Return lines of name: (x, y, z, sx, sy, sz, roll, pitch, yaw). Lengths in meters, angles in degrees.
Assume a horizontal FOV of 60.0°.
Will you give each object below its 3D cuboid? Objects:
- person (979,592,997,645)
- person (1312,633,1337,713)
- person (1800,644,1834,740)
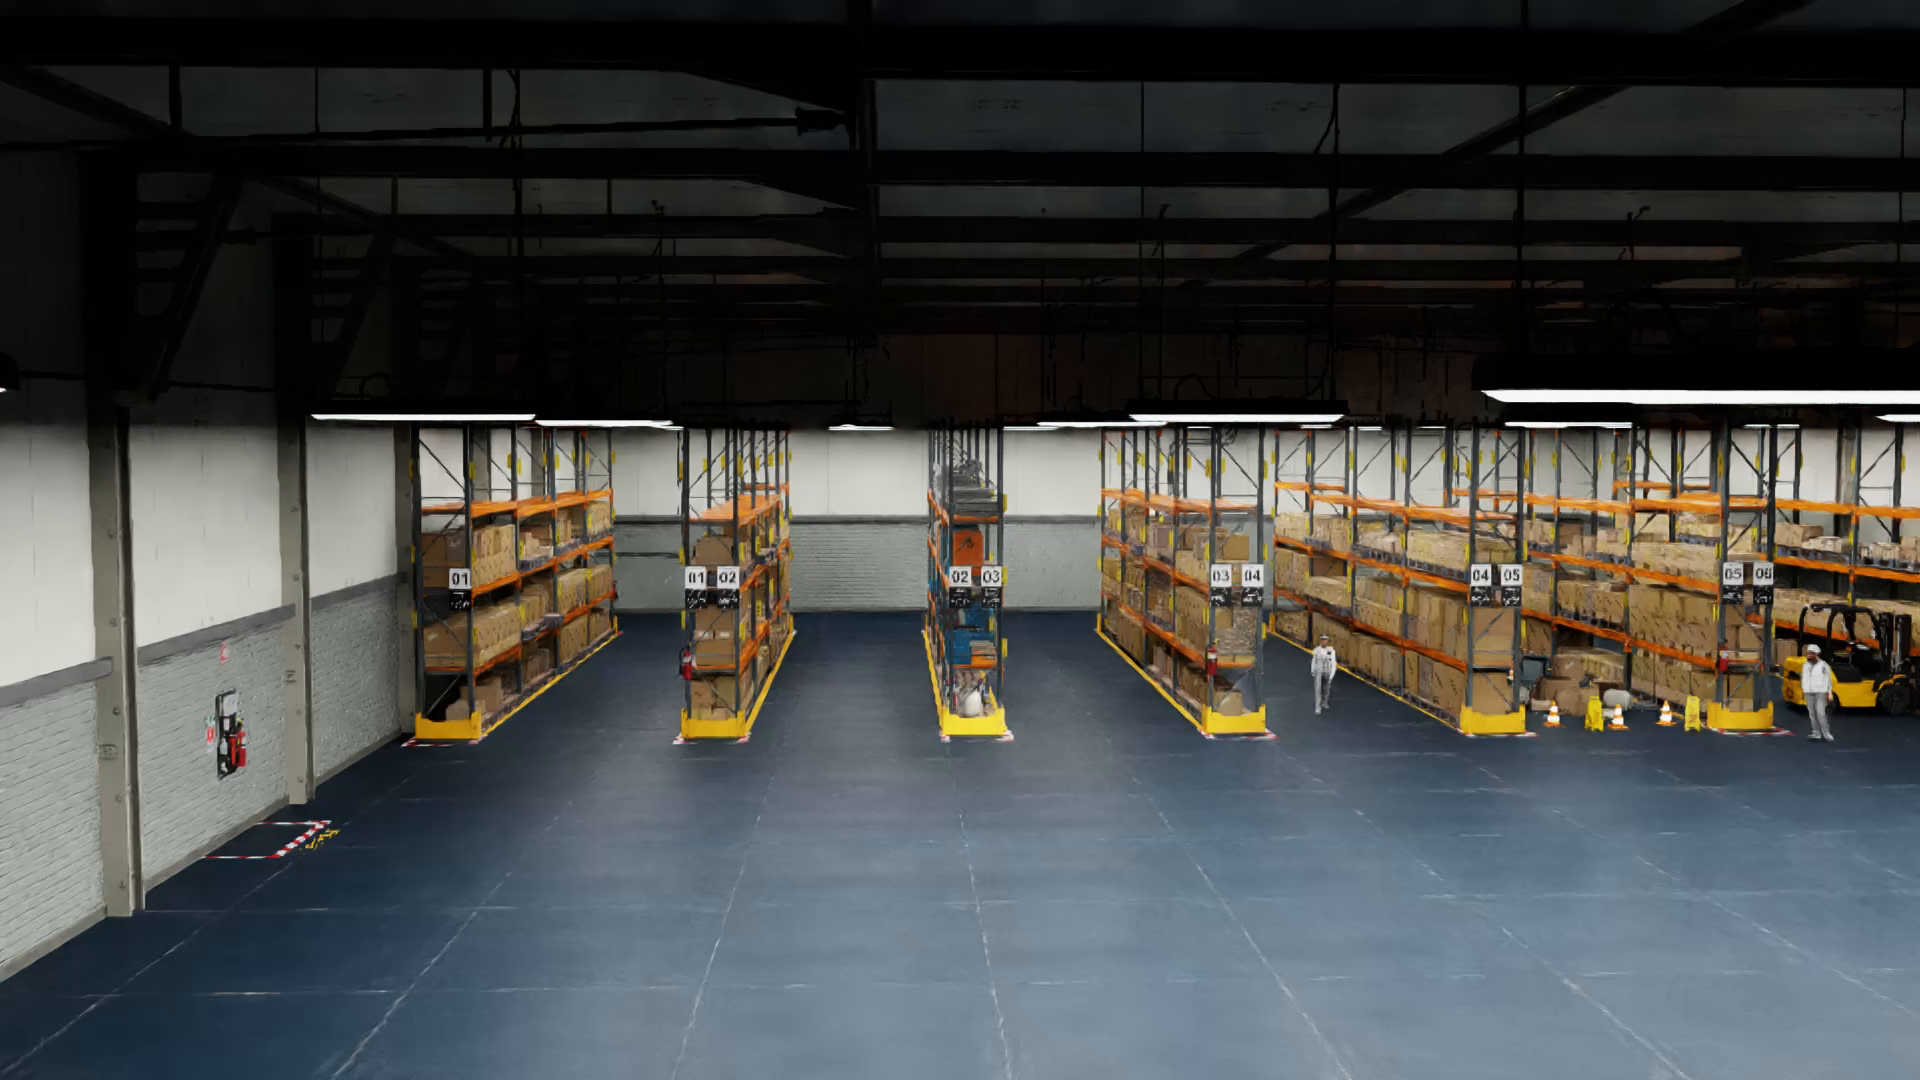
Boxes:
person: (0.697, 1.974, 44.512, 0.650, 1.675, 0.759, -2, 4, -29)
person: (7.408, 2.686, 33.828, 0.483, 1.619, 0.990, 0, 4, 7)
person: (15.906, 2.815, 30.852, 0.399, 1.767, 0.643, -3, 4, -34)
